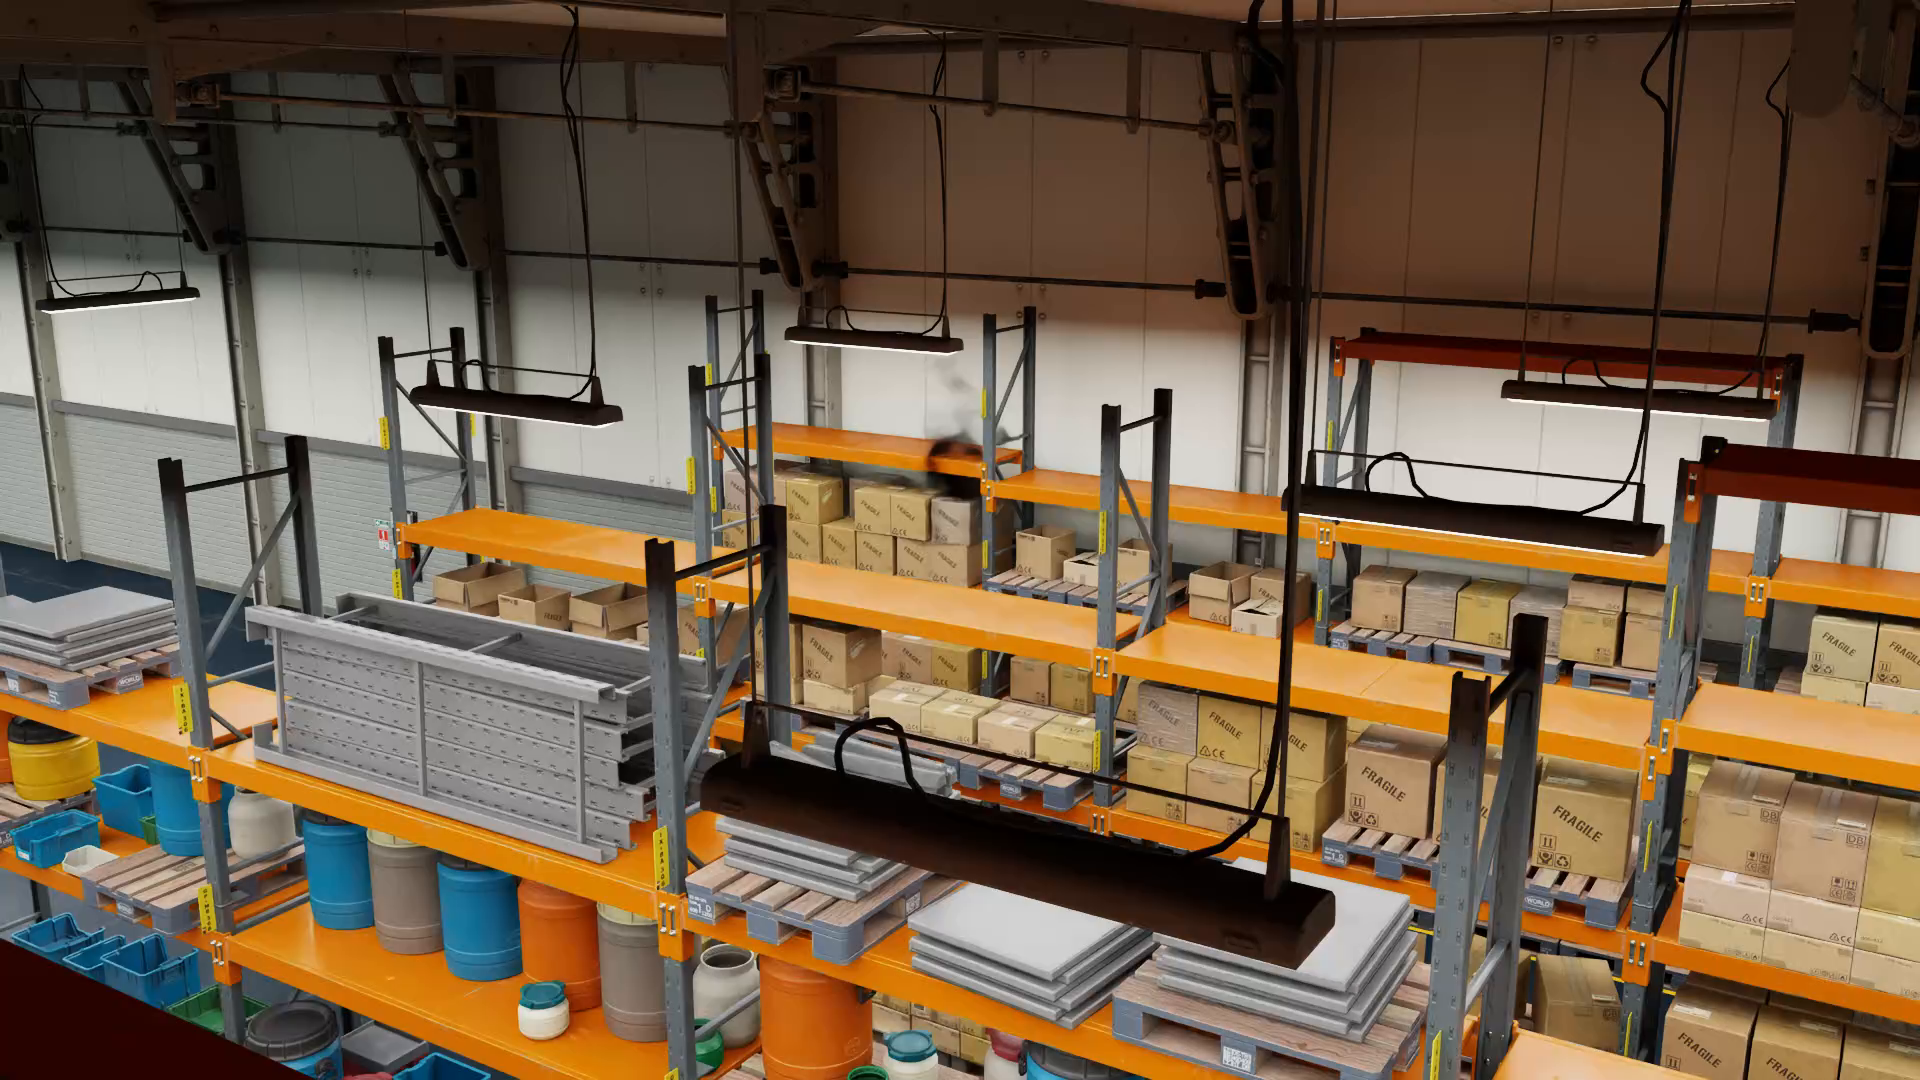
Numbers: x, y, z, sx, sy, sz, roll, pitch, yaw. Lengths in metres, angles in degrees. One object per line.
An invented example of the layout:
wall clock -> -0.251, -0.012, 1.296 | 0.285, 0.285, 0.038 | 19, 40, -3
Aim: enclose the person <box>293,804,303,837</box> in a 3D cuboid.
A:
person -> -7.145, 2.808, 18.593 | 0.829, 1.675, 0.486 | -11, 18, -38
